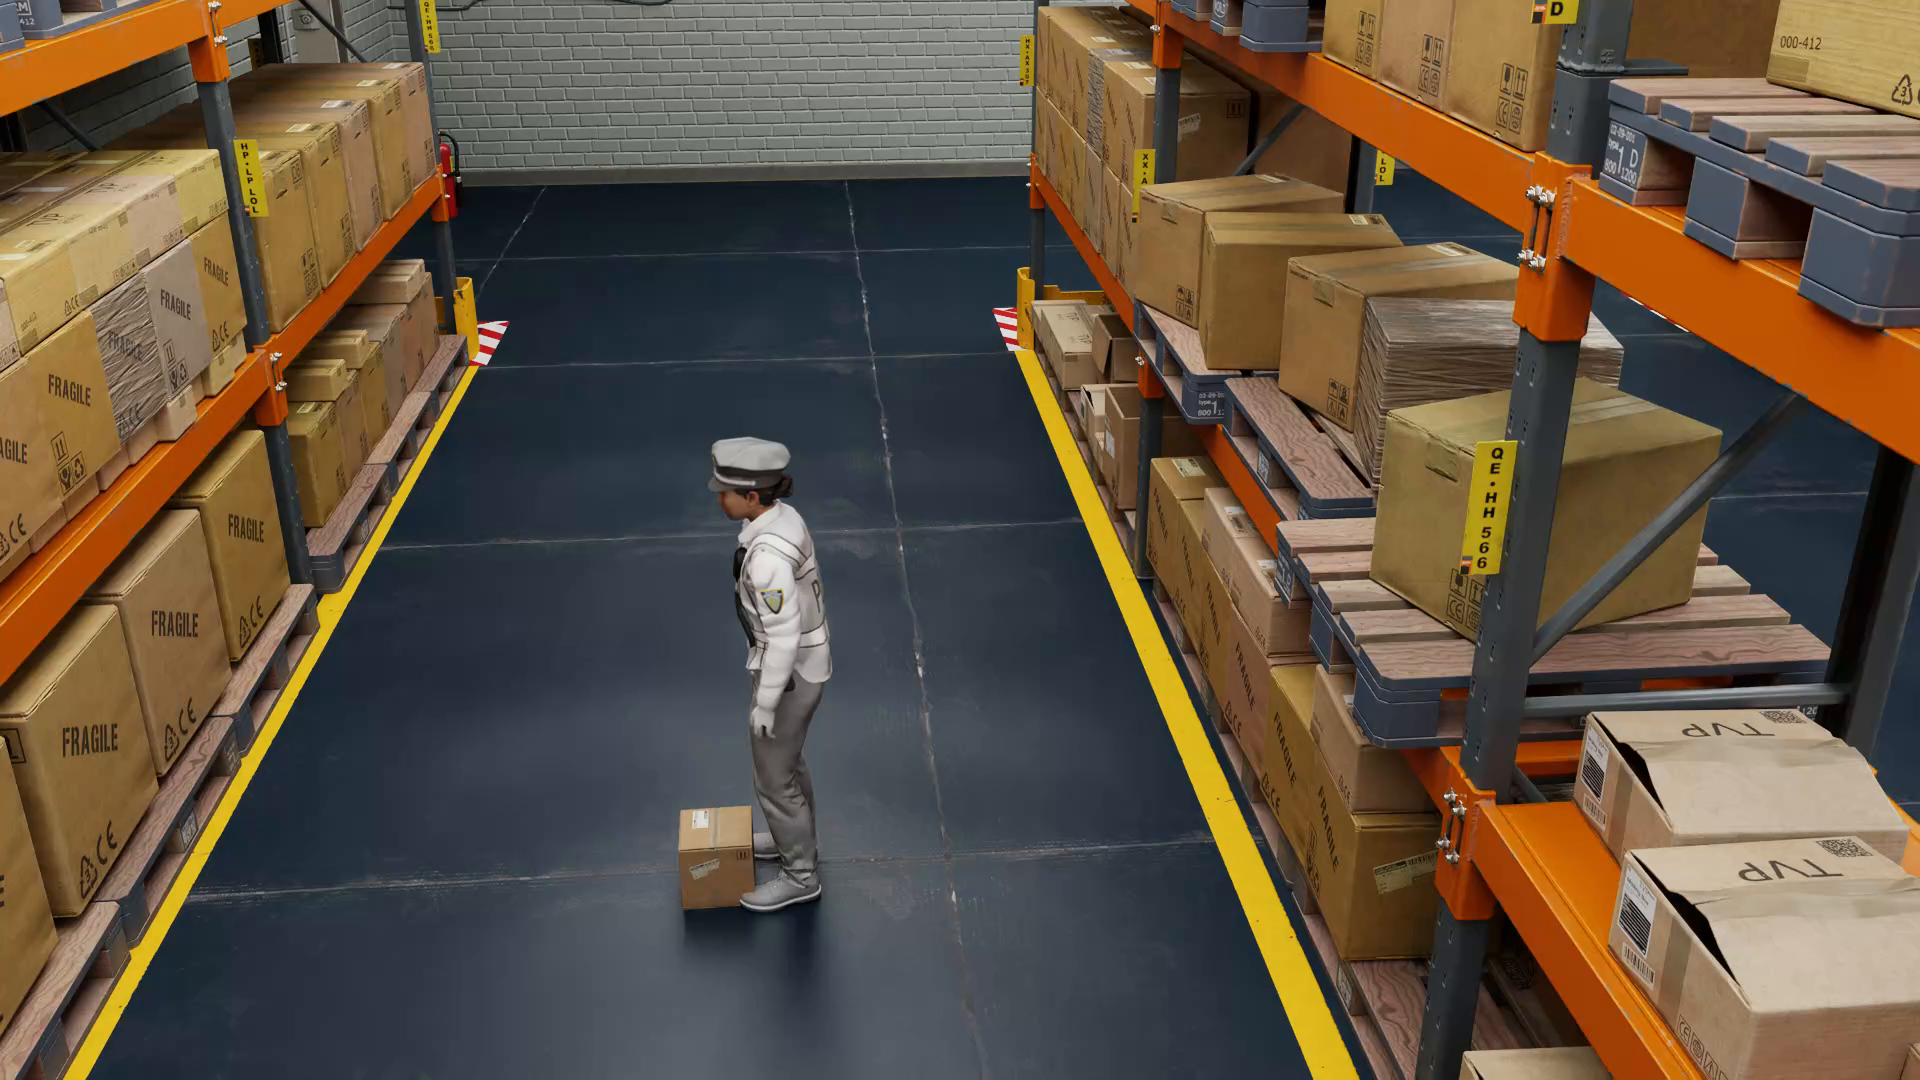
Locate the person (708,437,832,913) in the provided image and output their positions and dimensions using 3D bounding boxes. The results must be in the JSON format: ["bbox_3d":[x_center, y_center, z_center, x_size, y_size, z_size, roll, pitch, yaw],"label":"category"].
[{"bbox_3d":[-0.613,0.452,5.575,0.371,1.663,0.529,-2,24,-5],"label":"person"}]
